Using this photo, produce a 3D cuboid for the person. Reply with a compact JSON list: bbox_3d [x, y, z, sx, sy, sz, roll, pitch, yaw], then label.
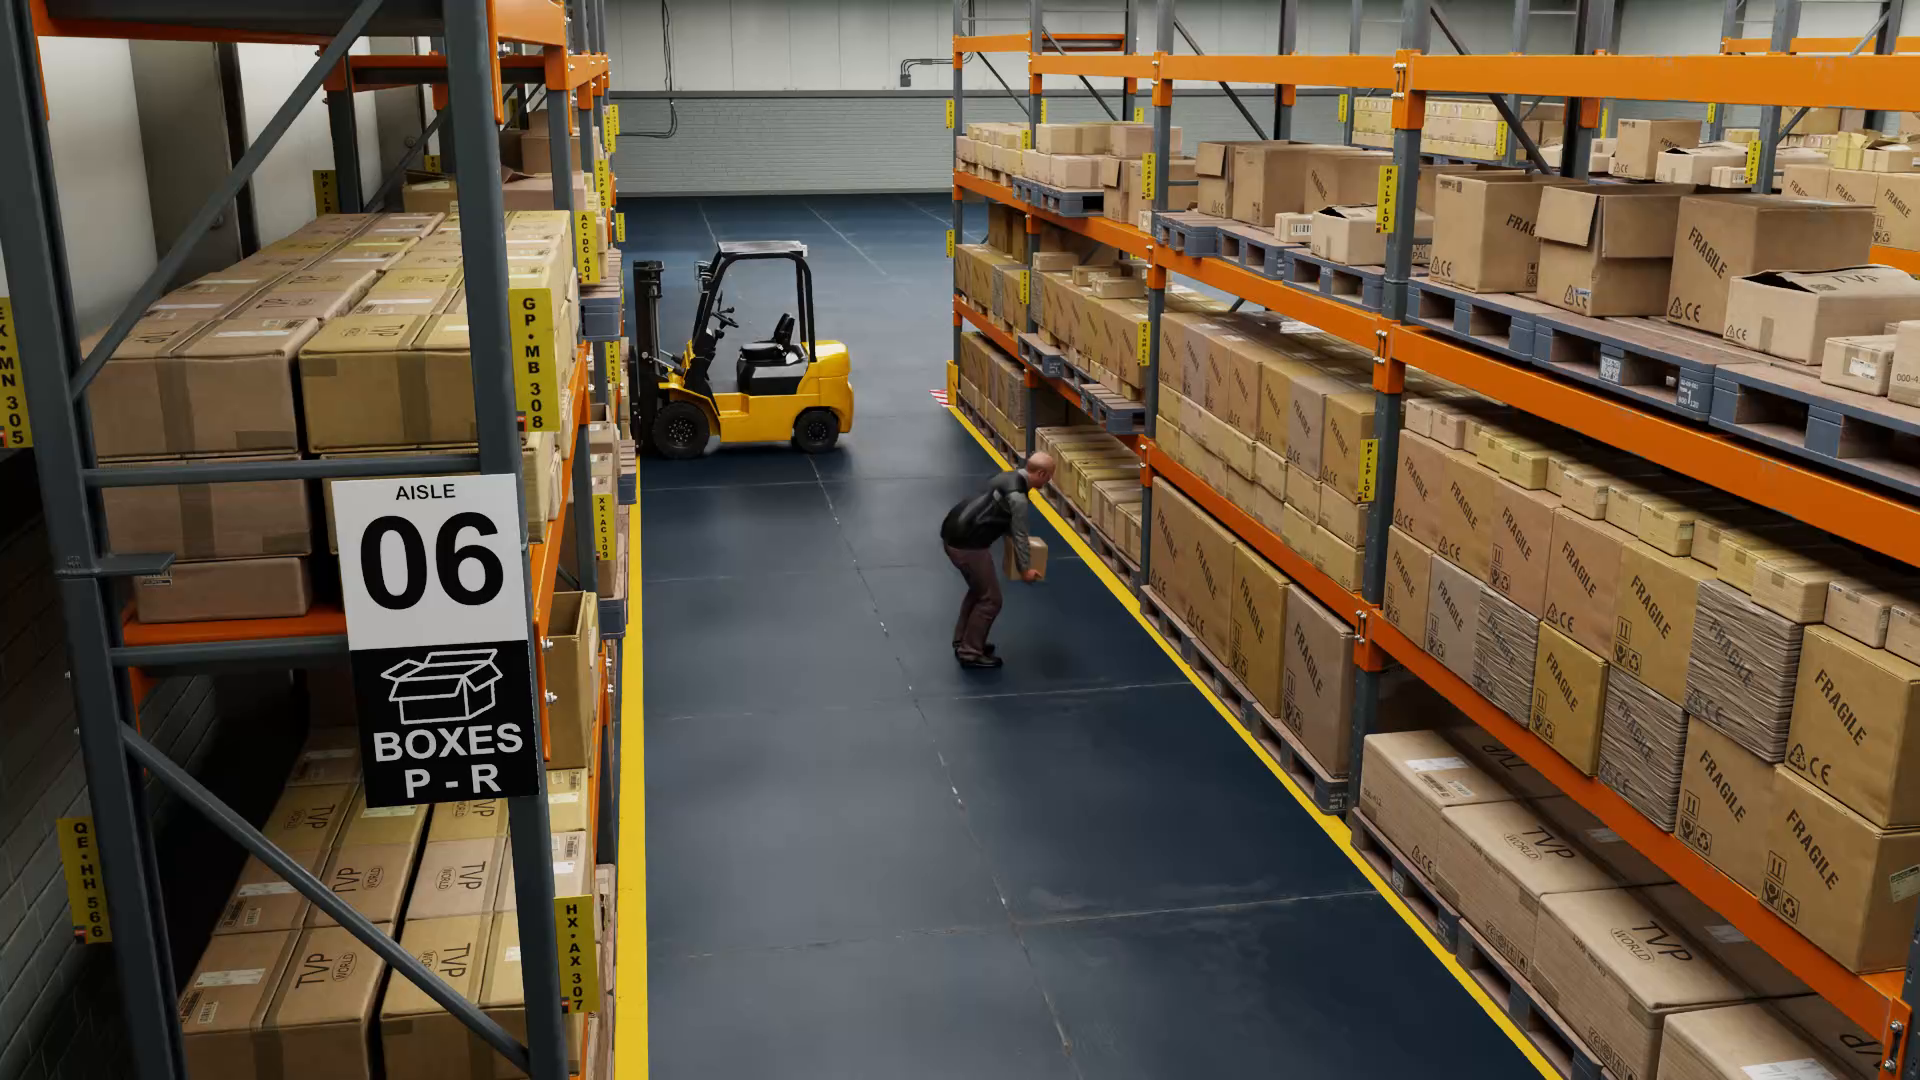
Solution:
[{"bbox_3d":[0.269,0.126,11.596,0.797,1.475,0.470,-3,17,-12],"label":"person"}]
